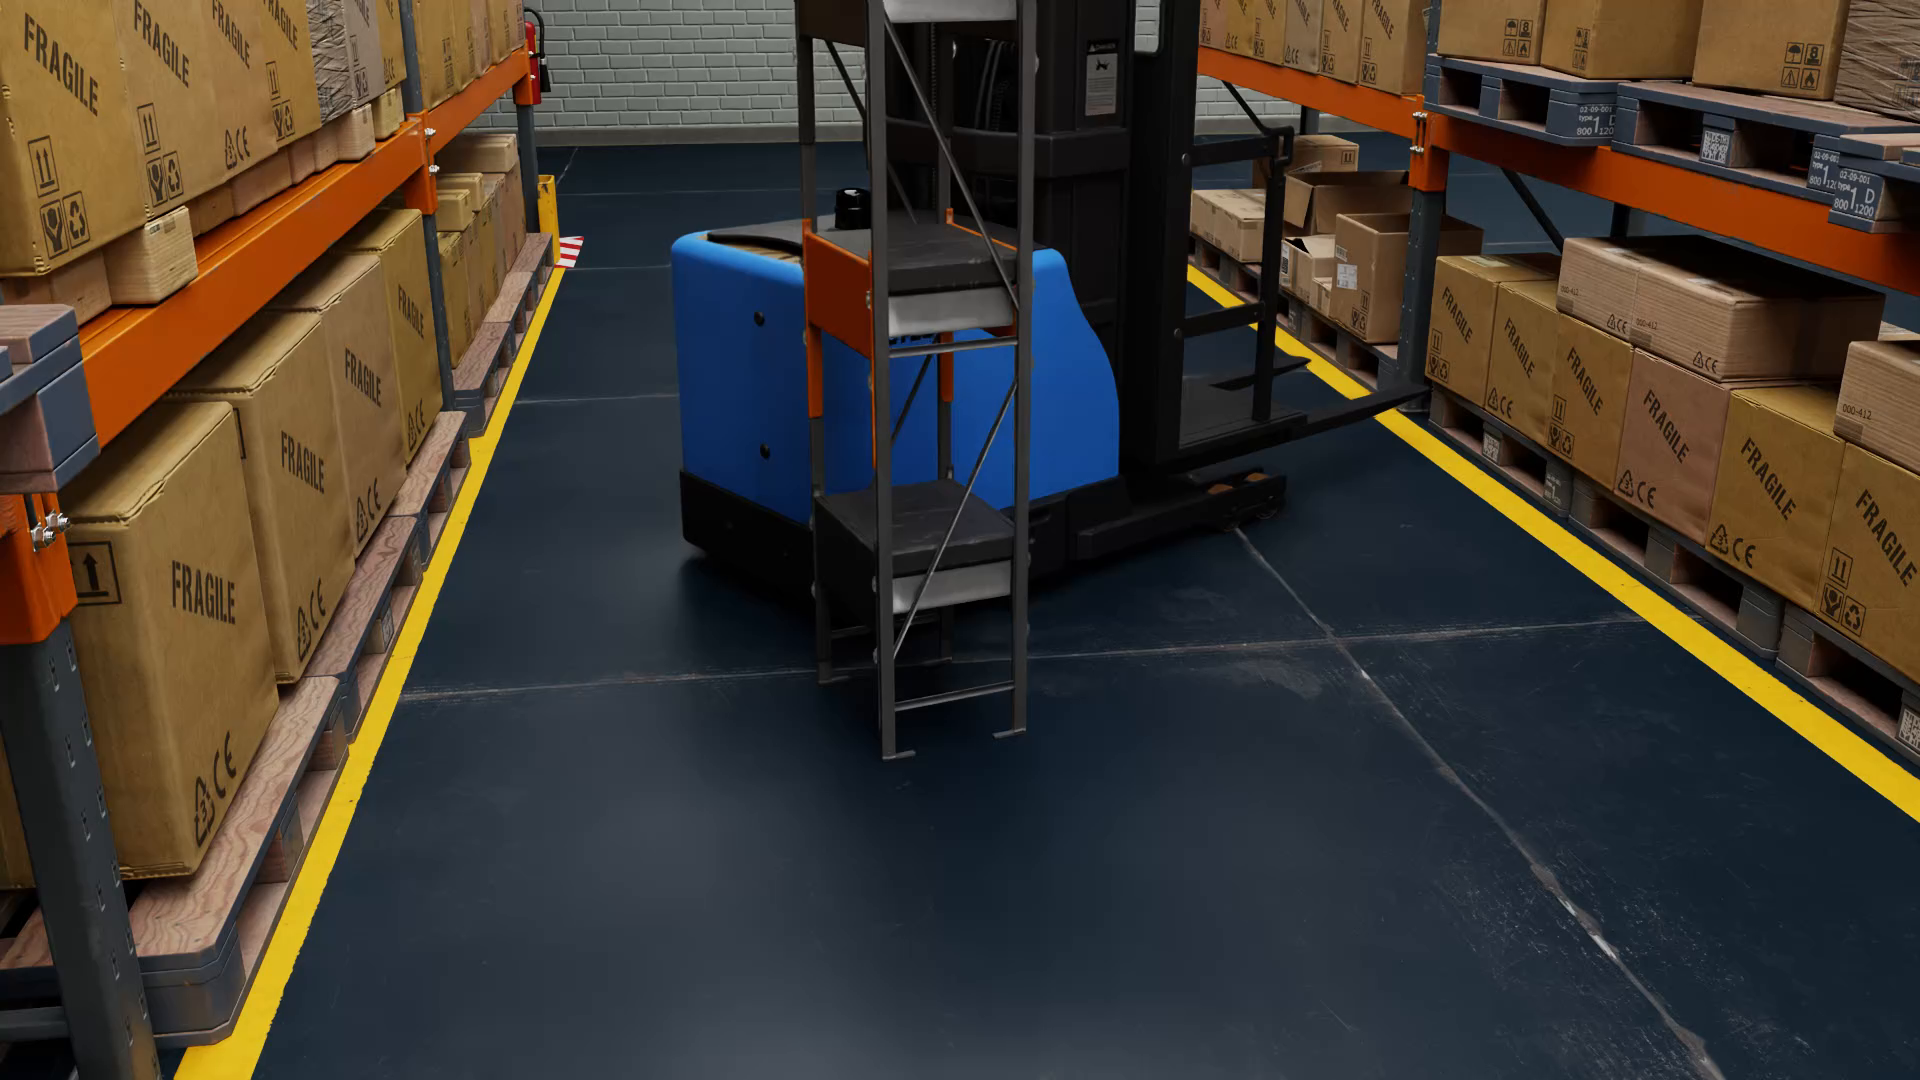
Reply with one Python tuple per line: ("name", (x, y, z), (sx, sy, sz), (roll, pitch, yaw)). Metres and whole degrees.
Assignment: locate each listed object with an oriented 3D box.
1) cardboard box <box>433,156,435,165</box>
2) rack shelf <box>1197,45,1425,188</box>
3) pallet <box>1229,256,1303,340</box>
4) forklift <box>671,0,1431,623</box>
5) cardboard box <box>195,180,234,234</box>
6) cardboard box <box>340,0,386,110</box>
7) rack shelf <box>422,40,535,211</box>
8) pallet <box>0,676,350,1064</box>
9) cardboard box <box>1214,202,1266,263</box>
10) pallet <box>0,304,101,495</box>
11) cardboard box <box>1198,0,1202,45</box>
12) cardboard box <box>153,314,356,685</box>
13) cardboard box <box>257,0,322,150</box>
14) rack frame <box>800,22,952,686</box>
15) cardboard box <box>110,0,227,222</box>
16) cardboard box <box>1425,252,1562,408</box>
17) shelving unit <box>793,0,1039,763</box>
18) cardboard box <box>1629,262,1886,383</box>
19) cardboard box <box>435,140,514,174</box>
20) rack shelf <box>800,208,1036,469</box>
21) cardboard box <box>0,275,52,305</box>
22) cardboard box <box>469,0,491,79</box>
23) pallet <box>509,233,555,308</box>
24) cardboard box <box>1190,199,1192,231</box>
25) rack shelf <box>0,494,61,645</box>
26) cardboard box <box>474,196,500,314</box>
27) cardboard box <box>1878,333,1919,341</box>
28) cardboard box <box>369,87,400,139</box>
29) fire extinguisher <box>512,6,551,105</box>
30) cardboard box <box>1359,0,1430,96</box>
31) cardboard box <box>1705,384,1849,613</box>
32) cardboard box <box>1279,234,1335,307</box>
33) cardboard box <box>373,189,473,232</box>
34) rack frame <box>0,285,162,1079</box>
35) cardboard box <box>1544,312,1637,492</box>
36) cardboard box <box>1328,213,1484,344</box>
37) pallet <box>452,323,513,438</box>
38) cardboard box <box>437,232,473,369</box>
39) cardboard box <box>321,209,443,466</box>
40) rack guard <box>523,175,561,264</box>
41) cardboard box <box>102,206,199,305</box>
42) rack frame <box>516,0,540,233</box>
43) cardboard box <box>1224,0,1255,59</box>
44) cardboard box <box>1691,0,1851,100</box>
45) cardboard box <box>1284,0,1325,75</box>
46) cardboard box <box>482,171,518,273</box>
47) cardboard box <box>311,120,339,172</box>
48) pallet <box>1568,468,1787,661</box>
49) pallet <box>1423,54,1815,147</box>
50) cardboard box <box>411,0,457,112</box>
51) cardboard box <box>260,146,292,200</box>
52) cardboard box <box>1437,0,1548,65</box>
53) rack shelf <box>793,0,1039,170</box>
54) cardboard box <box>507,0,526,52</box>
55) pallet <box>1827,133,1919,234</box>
("cardboard box", (-2.993, -1.989, 8.799), (0.380, 0.149, 0.250), (-3, 21, -7))
("rack shelf", (2.104, -2.347, 8.741), (1.077, 0.370, 4.000), (-3, 21, -8))
("pallet", (2.115, -1.346, 9.019), (1.003, 0.211, 1.213), (-3, 21, -8))
("forklift", (0.531, -1.527, 5.617), (3.031, 2.935, 1.130), (-16, 26, -37))
("cardboard box", (-1.964, -0.817, 3.946), (0.380, 0.149, 0.250), (-3, 21, -7))
("cardboard box", (-2.110, -1.612, 5.150), (0.500, 0.500, 0.500), (-3, 21, -7))
("rack shelf", (-2.798, -2.096, 8.068), (1.077, 0.370, 4.000), (-3, 21, -8))
("pallet", (-1.972, 0.674, 3.609), (1.003, 0.211, 1.213), (-3, 21, -8))
("cardboard box", (1.757, -1.745, 9.403), (0.500, 0.250, 0.500), (-3, 21, -8))
("pallet", (-1.725, -0.024, 1.767), (1.213, 0.211, 1.003), (-3, 21, -8))
("cardboard box", (1.618, -3.256, 10.004), (0.500, 0.500, 0.500), (-2, 21, -7))
("cardboard box", (-2.029, -0.110, 4.195), (0.750, 0.750, 0.750), (-3, 21, -8))
("cardboard box", (-1.969, -1.265, 4.221), (0.500, 0.500, 0.500), (-2, 21, -6))
("rack frame", (-0.210, -0.607, 4.339), (0.400, 2.100, 0.015), (-9, 22, -22))
("cardboard box", (-1.816, -0.914, 3.279), (0.500, 0.500, 0.500), (-2, 21, -6))
("cardboard box", (2.220, -0.847, 6.640), (0.500, 0.500, 0.500), (-4, 21, -10))
("shelving unit", (-0.112, -0.528, 4.130), (0.431, 2.100, 0.503), (-9, 22, -22))
("cardboard box", (2.437, -0.678, 5.117), (0.500, 0.250, 0.500), (-3, 21, -9))
("cardboard box", (-2.650, -2.094, 9.080), (0.380, 0.149, 0.250), (-2, 21, -6))
("rack shelf", (-0.112, -0.516, 4.134), (0.431, 0.518, 0.480), (-9, 22, -22))
("cardboard box", (-1.751, -0.373, 2.757), (0.380, 0.149, 0.250), (-3, 21, -9))
("cardboard box", (-2.786, -2.574, 7.891), (0.980, 0.700, 0.700), (-4, 21, -10))
("pallet", (-2.893, -1.546, 9.554), (1.003, 0.211, 1.213), (-3, 21, -8))
("cardboard box", (1.572, -2.006, 10.221), (0.380, 0.166, 0.250), (-3, 21, -8))
("rack shelf", (-1.645, 0.674, 0.652), (1.077, 0.370, 4.000), (-3, 21, -8))
("cardboard box", (-2.657, -1.382, 8.101), (0.700, 0.500, 0.500), (-2, 21, -6))
("cardboard box", (2.957, -0.349, 5.307), (0.500, 0.500, 0.500), (-4, 21, -10))
("cardboard box", (-2.121, -1.443, 5.623), (0.380, 0.149, 0.250), (-3, 21, -7))
("fire extinguisher", (-2.651, -2.990, 10.077), (0.296, 0.674, 0.183), (-3, 21, -8))
("cardboard box", (2.066, -2.198, 7.172), (0.500, 0.500, 0.500), (-3, 21, -7))
("cardboard box", (2.527, -0.133, 4.728), (0.500, 0.500, 0.500), (-4, 21, -10))
("cardboard box", (1.921, -1.380, 8.339), (0.500, 0.311, 0.500), (-3, 21, -8))
("cardboard box", (-2.385, -1.462, 7.388), (0.380, 0.149, 0.250), (-2, 21, -6))
("rack frame", (-1.930, -0.355, 2.381), (0.949, 2.616, 0.053), (-3, 21, -8))
("cardboard box", (2.373, -0.489, 5.682), (0.500, 0.500, 0.500), (-3, 21, -7))
("cardboard box", (2.029, -1.209, 7.611), (0.500, 0.500, 0.500), (-3, 21, -8))
("pallet", (-2.542, -0.701, 7.292), (1.003, 0.211, 1.213), (-3, 21, -8))
("cardboard box", (-2.516, -1.030, 7.159), (0.700, 0.500, 0.500), (-3, 21, -7))
("cardboard box", (-2.287, -0.711, 5.806), (0.750, 0.750, 0.750), (-3, 21, -7))
("rack guard", (-3.090, -1.962, 10.256), (1.175, 0.500, 0.348), (-3, 21, -8))
("cardboard box", (-1.733, -0.557, 3.250), (0.380, 0.149, 0.250), (-2, 21, -6))
("rack frame", (-3.086, -3.125, 9.796), (1.000, 3.000, 0.127), (-3, 21, -8))
("cardboard box", (1.767, -2.904, 9.061), (0.500, 0.500, 0.500), (-3, 21, -8))
("cardboard box", (2.708, -1.626, 5.040), (0.700, 0.500, 0.500), (-8, 22, -21))
("cardboard box", (1.914, -2.554, 8.125), (0.500, 0.500, 0.500), (-2, 21, -7))
("cardboard box", (-2.814, -1.740, 9.061), (0.700, 0.500, 0.500), (-3, 21, -8))
("cardboard box", (-2.062, -1.174, 4.904), (0.380, 0.149, 0.250), (-3, 21, -8))
("pallet", (2.726, 0.018, 5.366), (1.003, 0.211, 1.213), (-3, 21, -8))
("pallet", (2.399, -1.619, 6.039), (1.003, 0.211, 1.213), (-3, 21, -8))
("cardboard box", (-2.572, -2.069, 6.541), (0.980, 0.700, 0.700), (-3, 21, -7))
("cardboard box", (-2.014, -0.994, 4.422), (0.380, 0.149, 0.250), (-2, 21, -6))
("cardboard box", (2.239, -2.060, 6.200), (0.700, 0.500, 0.500), (-10, 23, -26))
("rack shelf", (-0.113, -1.171, 3.889), (0.431, 0.518, 0.480), (-9, 22, -22))
("cardboard box", (-3.003, -3.090, 9.272), (0.980, 0.700, 0.700), (-2, 21, -5))
("pallet", (2.801, -0.748, 3.705), (1.213, 0.211, 1.003), (-3, 21, -8))
